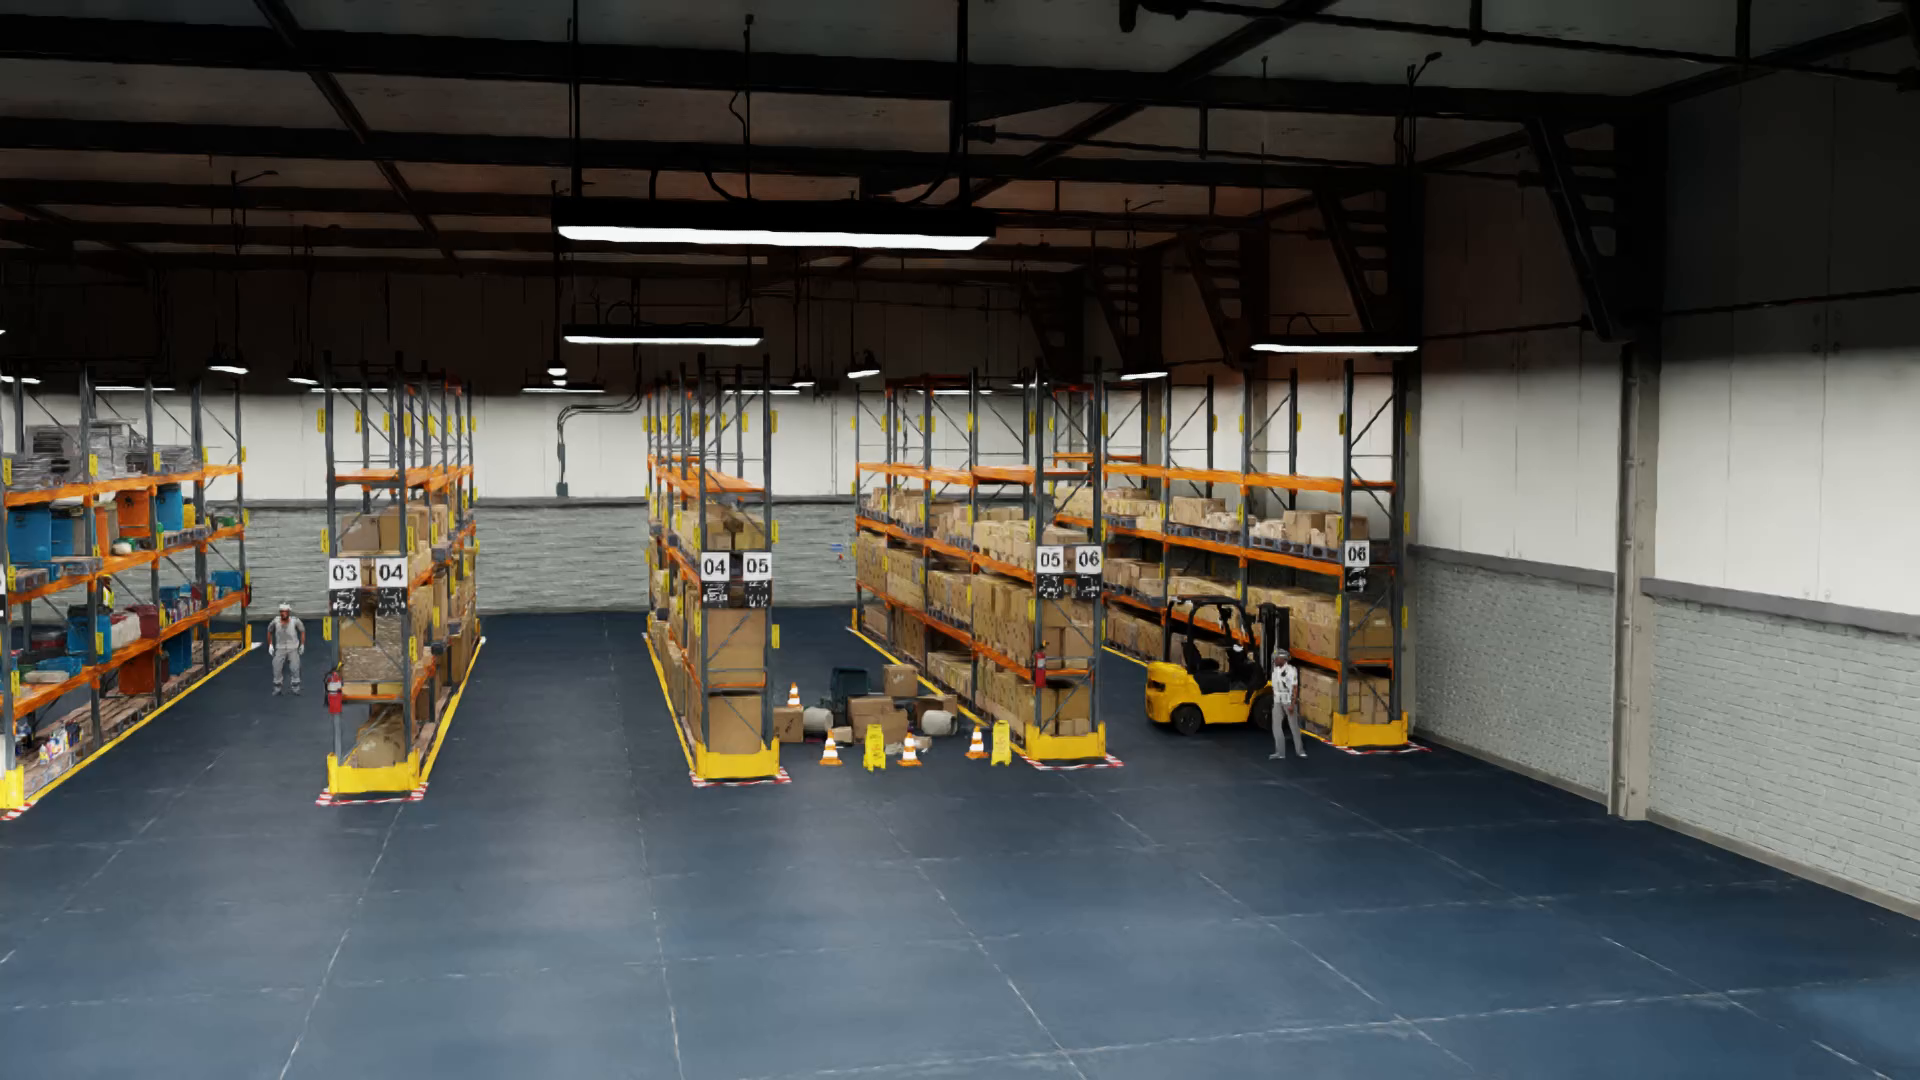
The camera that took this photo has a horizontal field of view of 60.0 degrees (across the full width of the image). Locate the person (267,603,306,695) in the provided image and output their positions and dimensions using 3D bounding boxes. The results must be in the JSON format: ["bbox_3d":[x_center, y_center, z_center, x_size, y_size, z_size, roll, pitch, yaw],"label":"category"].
[{"bbox_3d":[-12.406,2.011,30.625,0.677,1.742,0.552,-1,4,-14],"label":"person"}]

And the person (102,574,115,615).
[{"bbox_3d":[-18.895,1.563,36.727,0.513,1.770,0.670,0,4,-1],"label":"person"}]

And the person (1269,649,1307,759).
[{"bbox_3d":[4.914,2.443,24.932,0.505,1.654,0.598,4,6,44],"label":"person"}]
